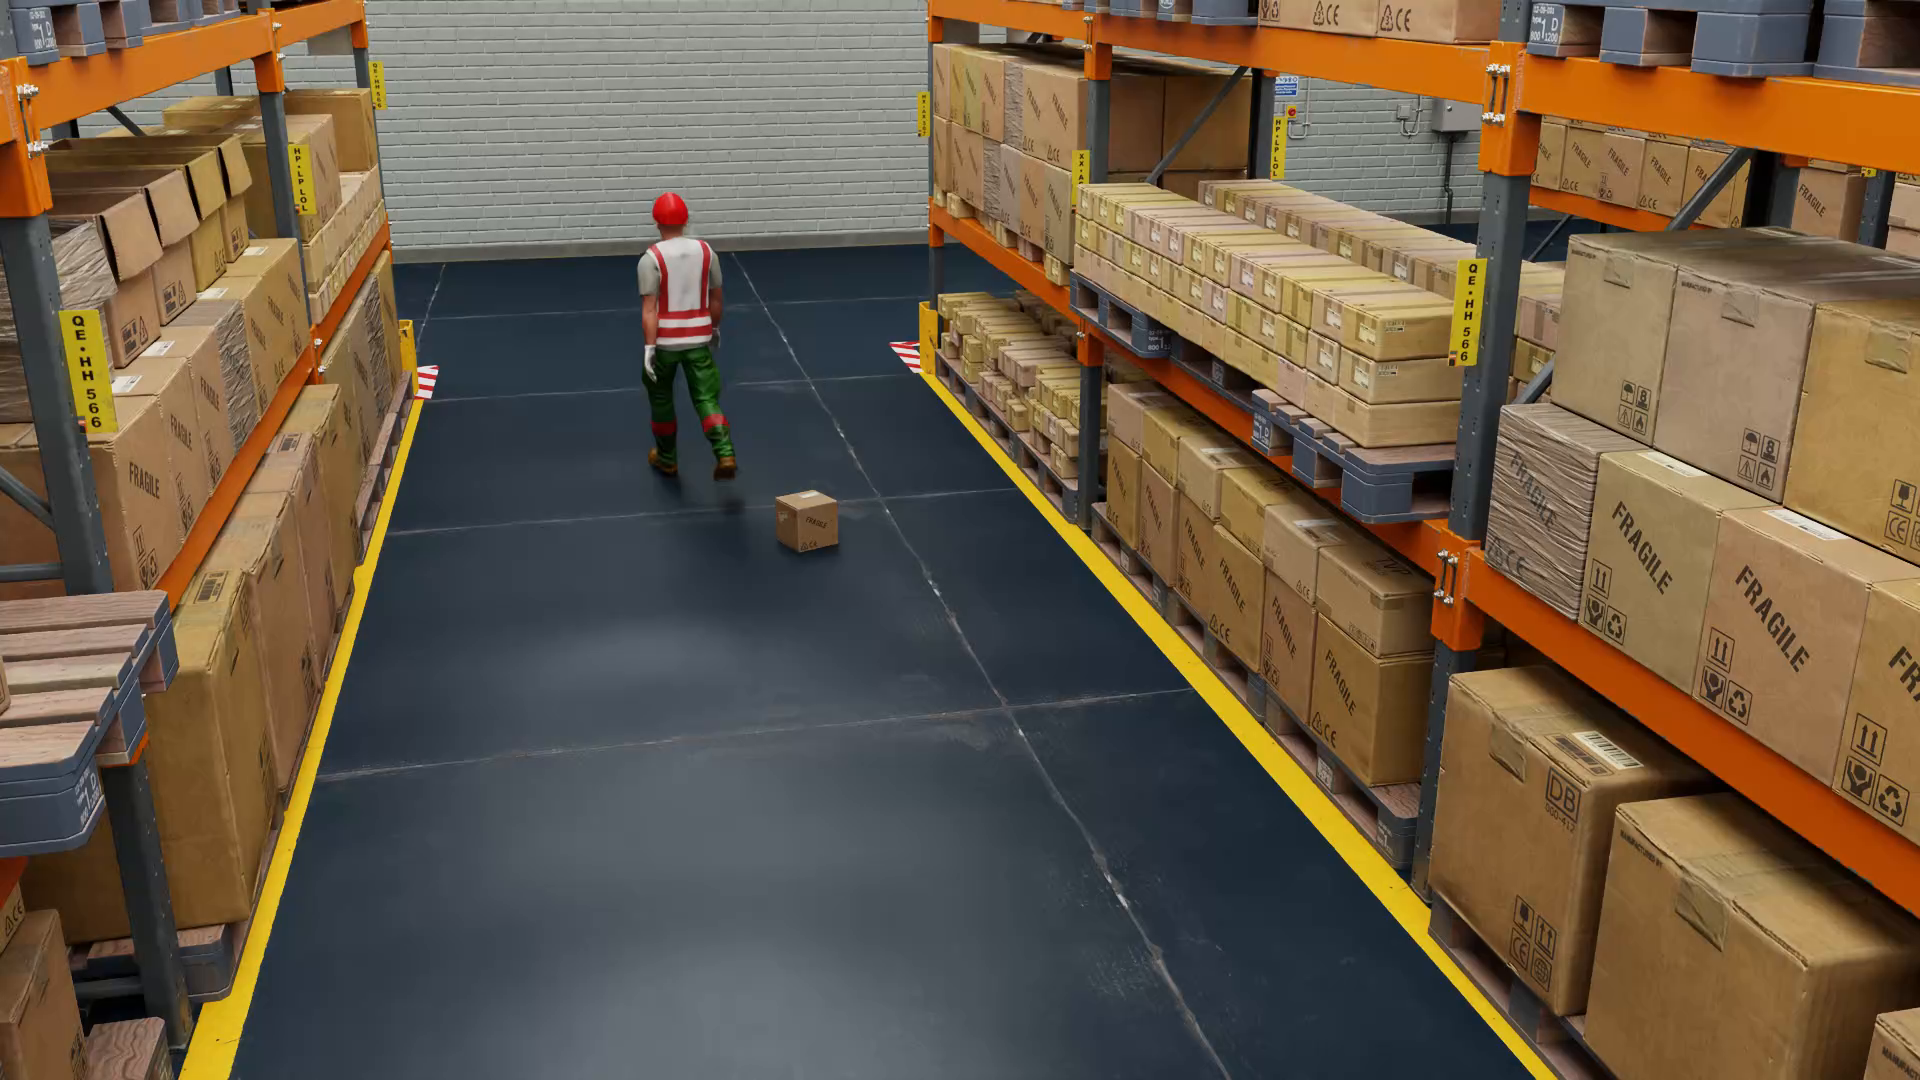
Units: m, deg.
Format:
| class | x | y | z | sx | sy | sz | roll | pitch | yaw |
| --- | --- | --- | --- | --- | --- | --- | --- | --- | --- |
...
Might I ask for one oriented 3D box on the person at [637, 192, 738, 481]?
| class | x | y | z | sx | sy | sz | roll | pitch | yaw |
| --- | --- | --- | --- | --- | --- | --- | --- | --- | --- |
| person | -1.638 | -1.180 | 9.892 | 0.582 | 1.750 | 1.026 | -10 | 22 | -26 |
